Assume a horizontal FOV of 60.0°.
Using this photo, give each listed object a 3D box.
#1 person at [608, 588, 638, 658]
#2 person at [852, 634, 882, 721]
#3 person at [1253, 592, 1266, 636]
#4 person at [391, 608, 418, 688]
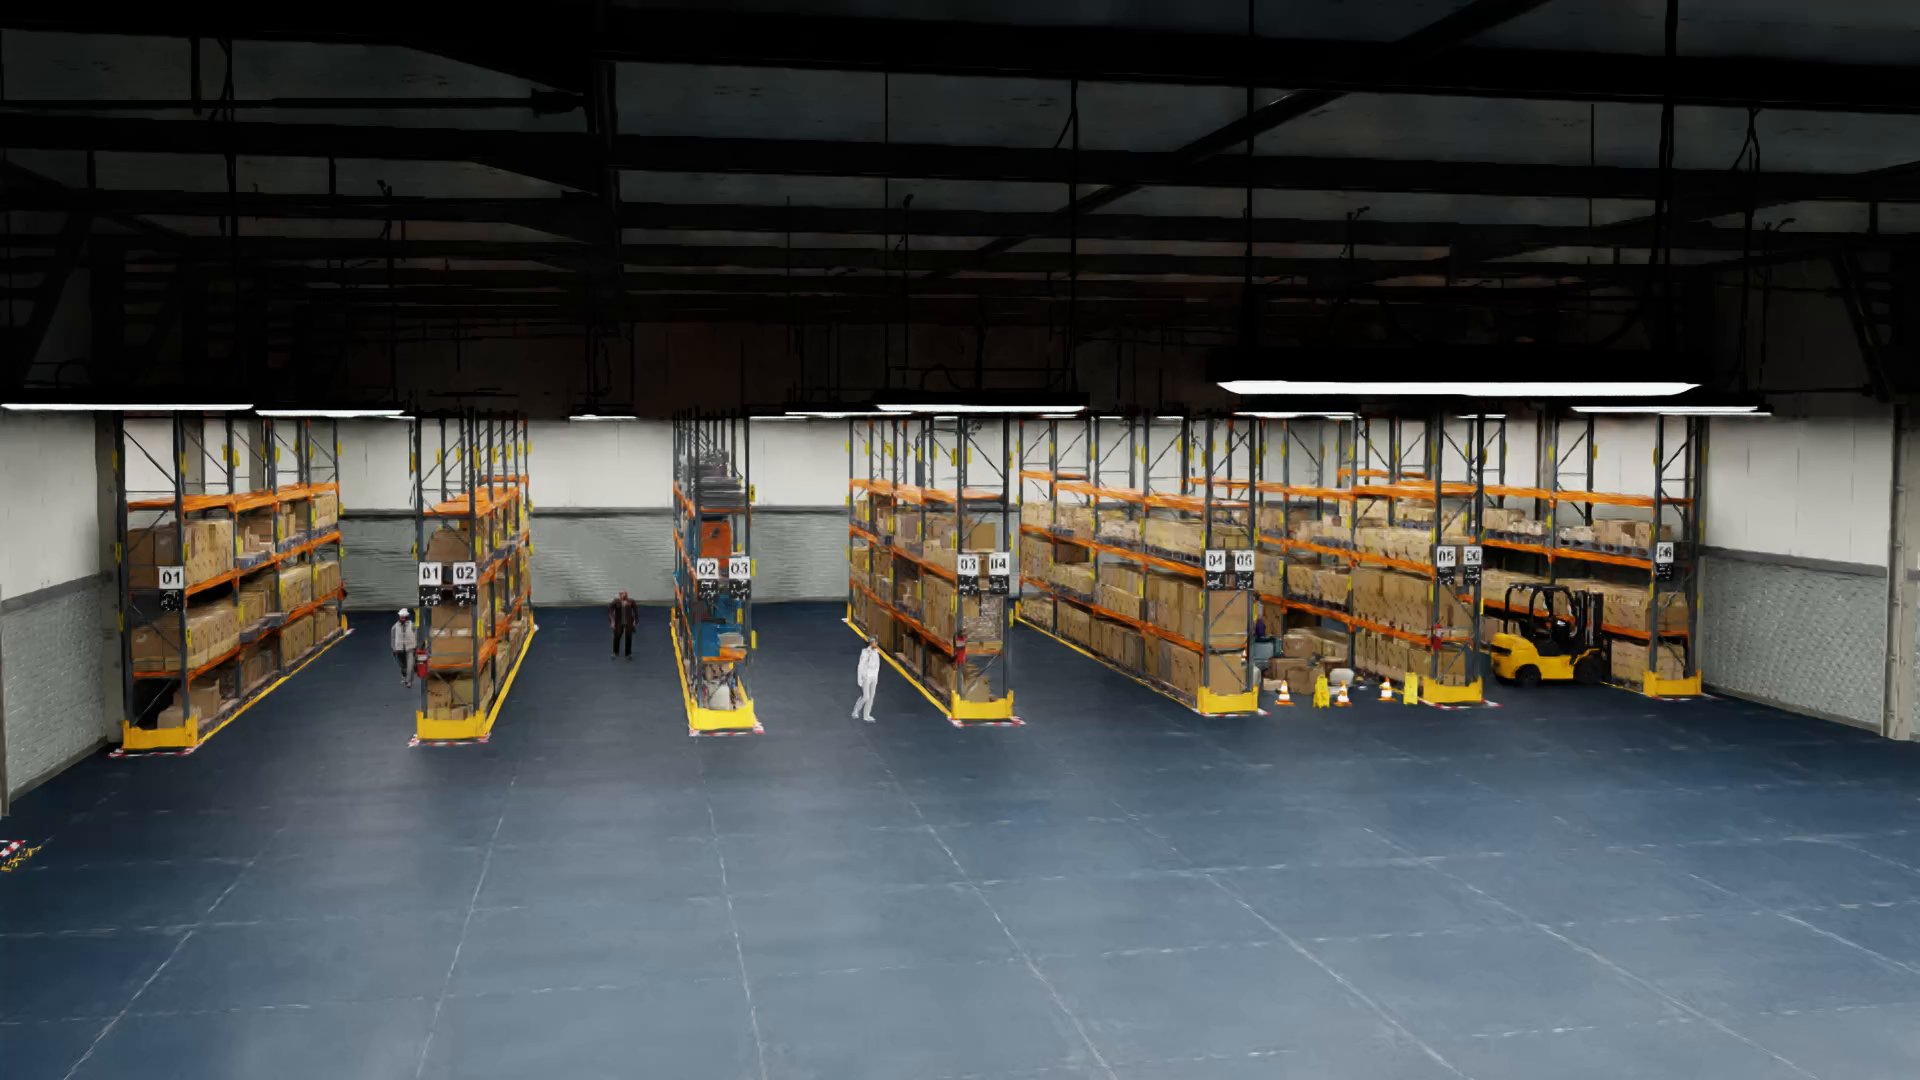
[{"bbox_3d":[-8.144,2.004,40.213,0.729,1.733,0.546,-1,4,-13],"label":"person"},{"bbox_3d":[-1.790,2.626,31.883,0.521,1.671,0.533,4,5,41],"label":"person"},{"bbox_3d":[7.065,2.078,39.686,0.534,1.627,0.598,1,4,16],"label":"person"},{"bbox_3d":[-12.000,2.311,35.898,0.542,1.700,1.115,-1,4,-9],"label":"person"}]
